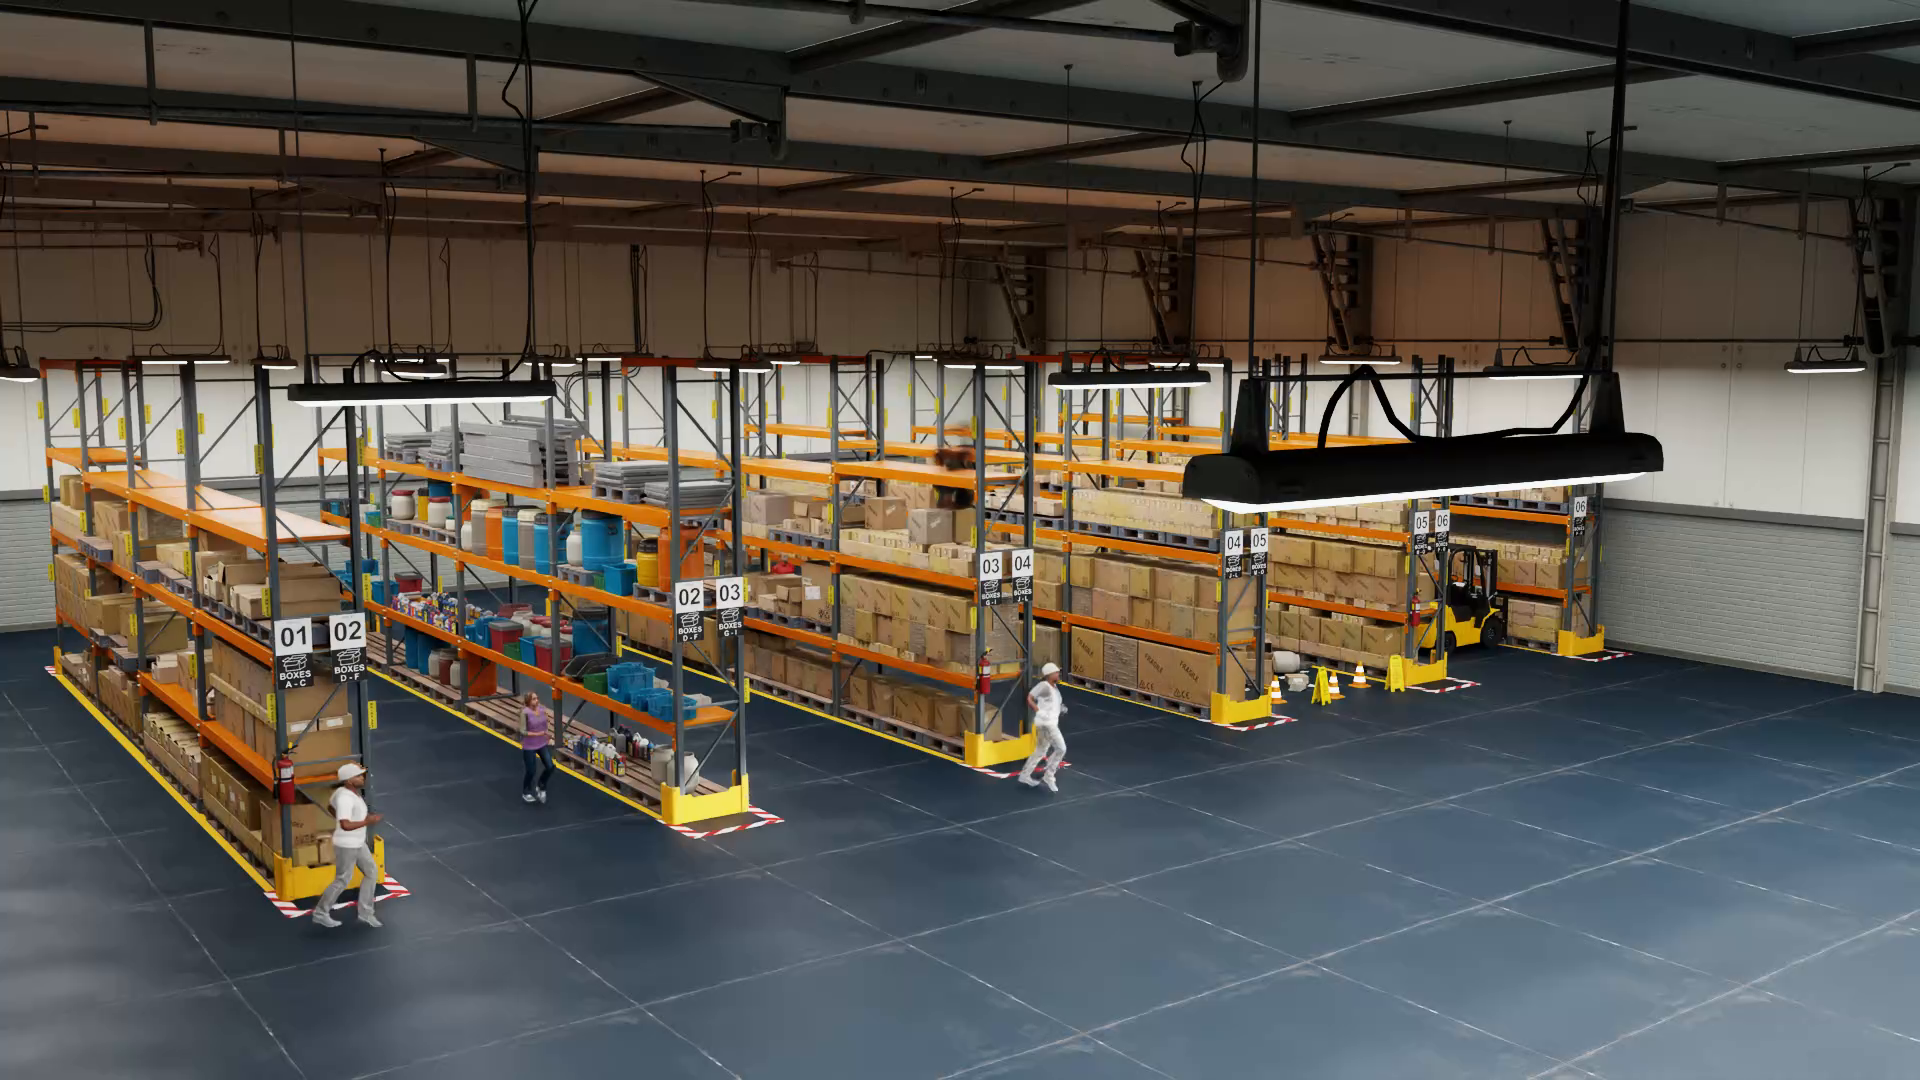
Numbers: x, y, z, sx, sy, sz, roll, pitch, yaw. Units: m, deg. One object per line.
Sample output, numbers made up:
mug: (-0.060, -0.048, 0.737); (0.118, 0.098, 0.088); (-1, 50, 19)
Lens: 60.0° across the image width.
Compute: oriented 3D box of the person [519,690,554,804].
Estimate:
person: (-5.759, 2.829, 22.618); (0.510, 1.558, 0.644); (-7, 9, -43)

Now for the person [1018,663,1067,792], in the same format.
person: (1.183, 2.641, 23.590); (0.685, 1.813, 0.674); (1, 7, 9)

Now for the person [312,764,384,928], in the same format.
person: (-6.592, 3.321, 17.937); (0.764, 1.834, 0.697); (-1, 7, -9)

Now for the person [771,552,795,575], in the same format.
person: (-3.841, 1.103, 36.637); (0.660, 1.672, 0.564); (-5, 9, -37)
